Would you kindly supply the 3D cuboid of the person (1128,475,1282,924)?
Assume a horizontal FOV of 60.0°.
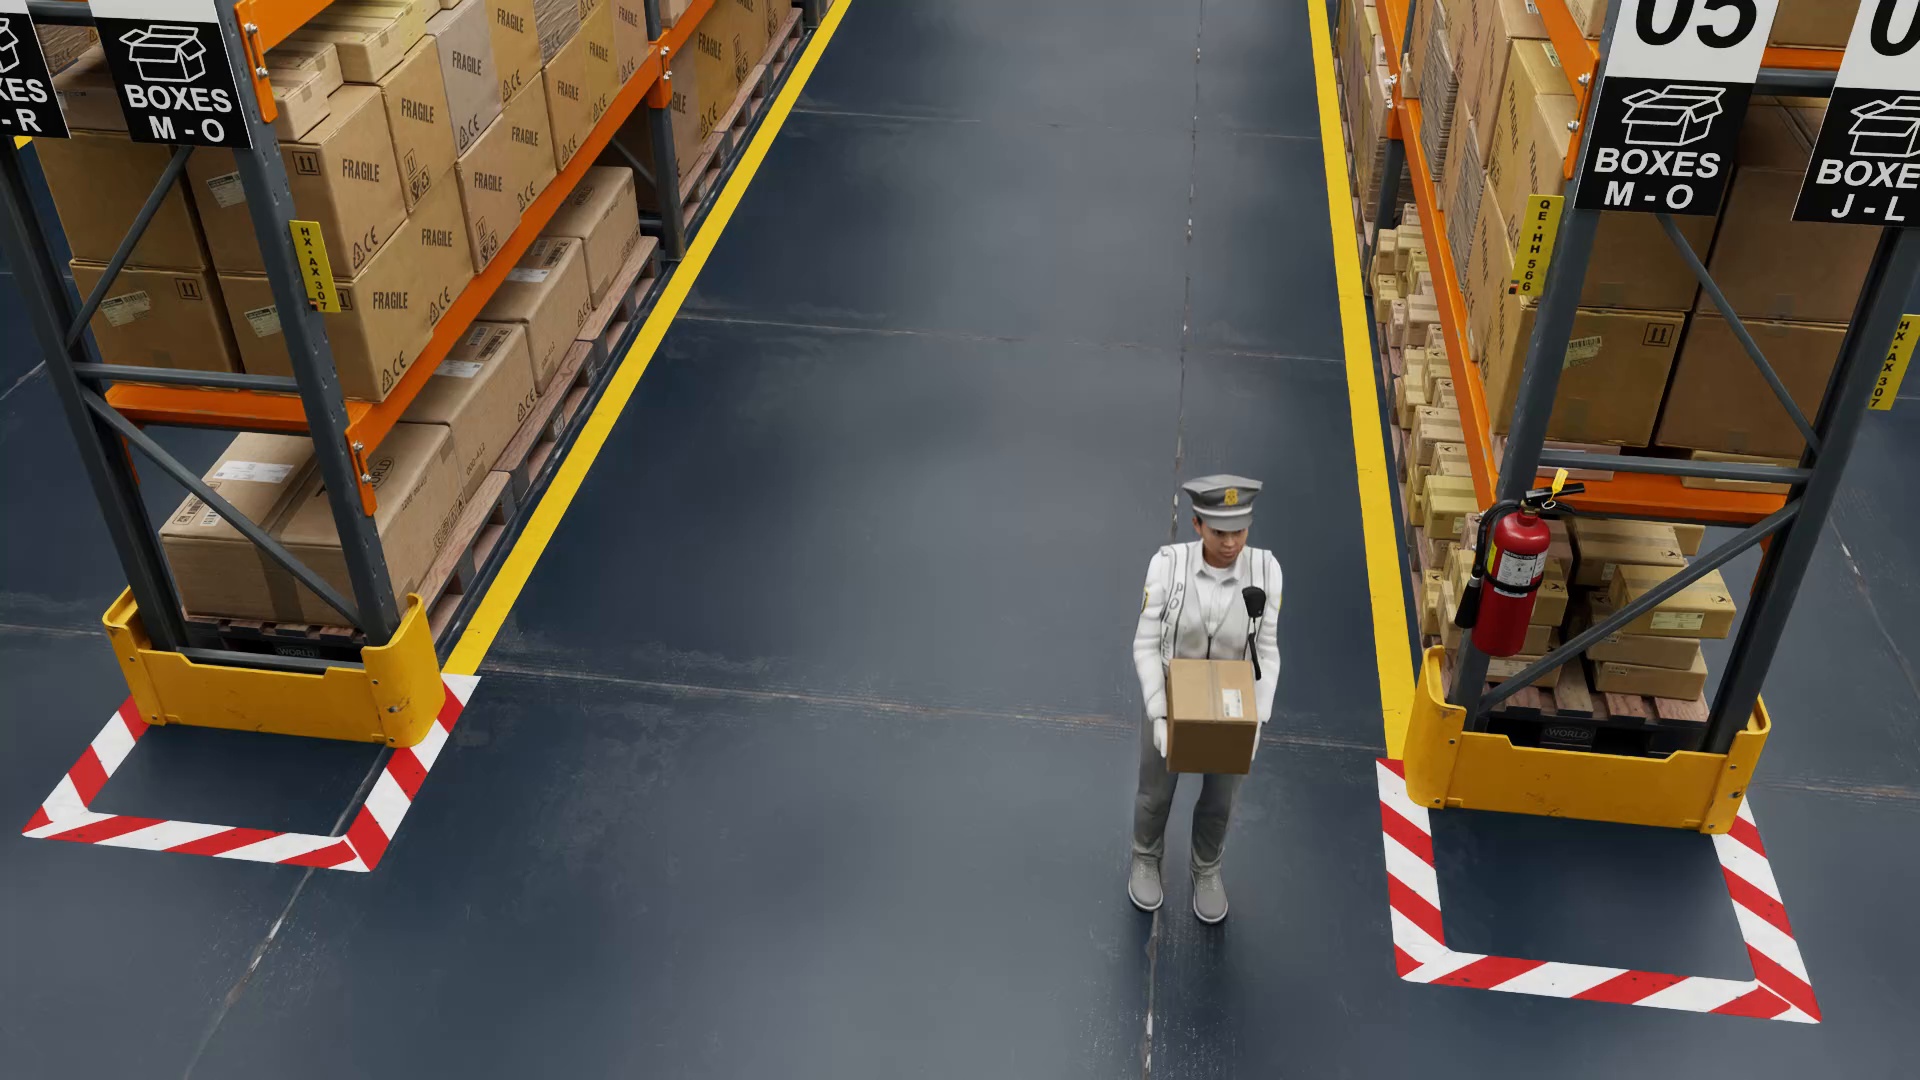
[{"bbox_3d":[0.777,0.556,5.372,0.459,1.686,0.555,1,36,2],"label":"person"}]
